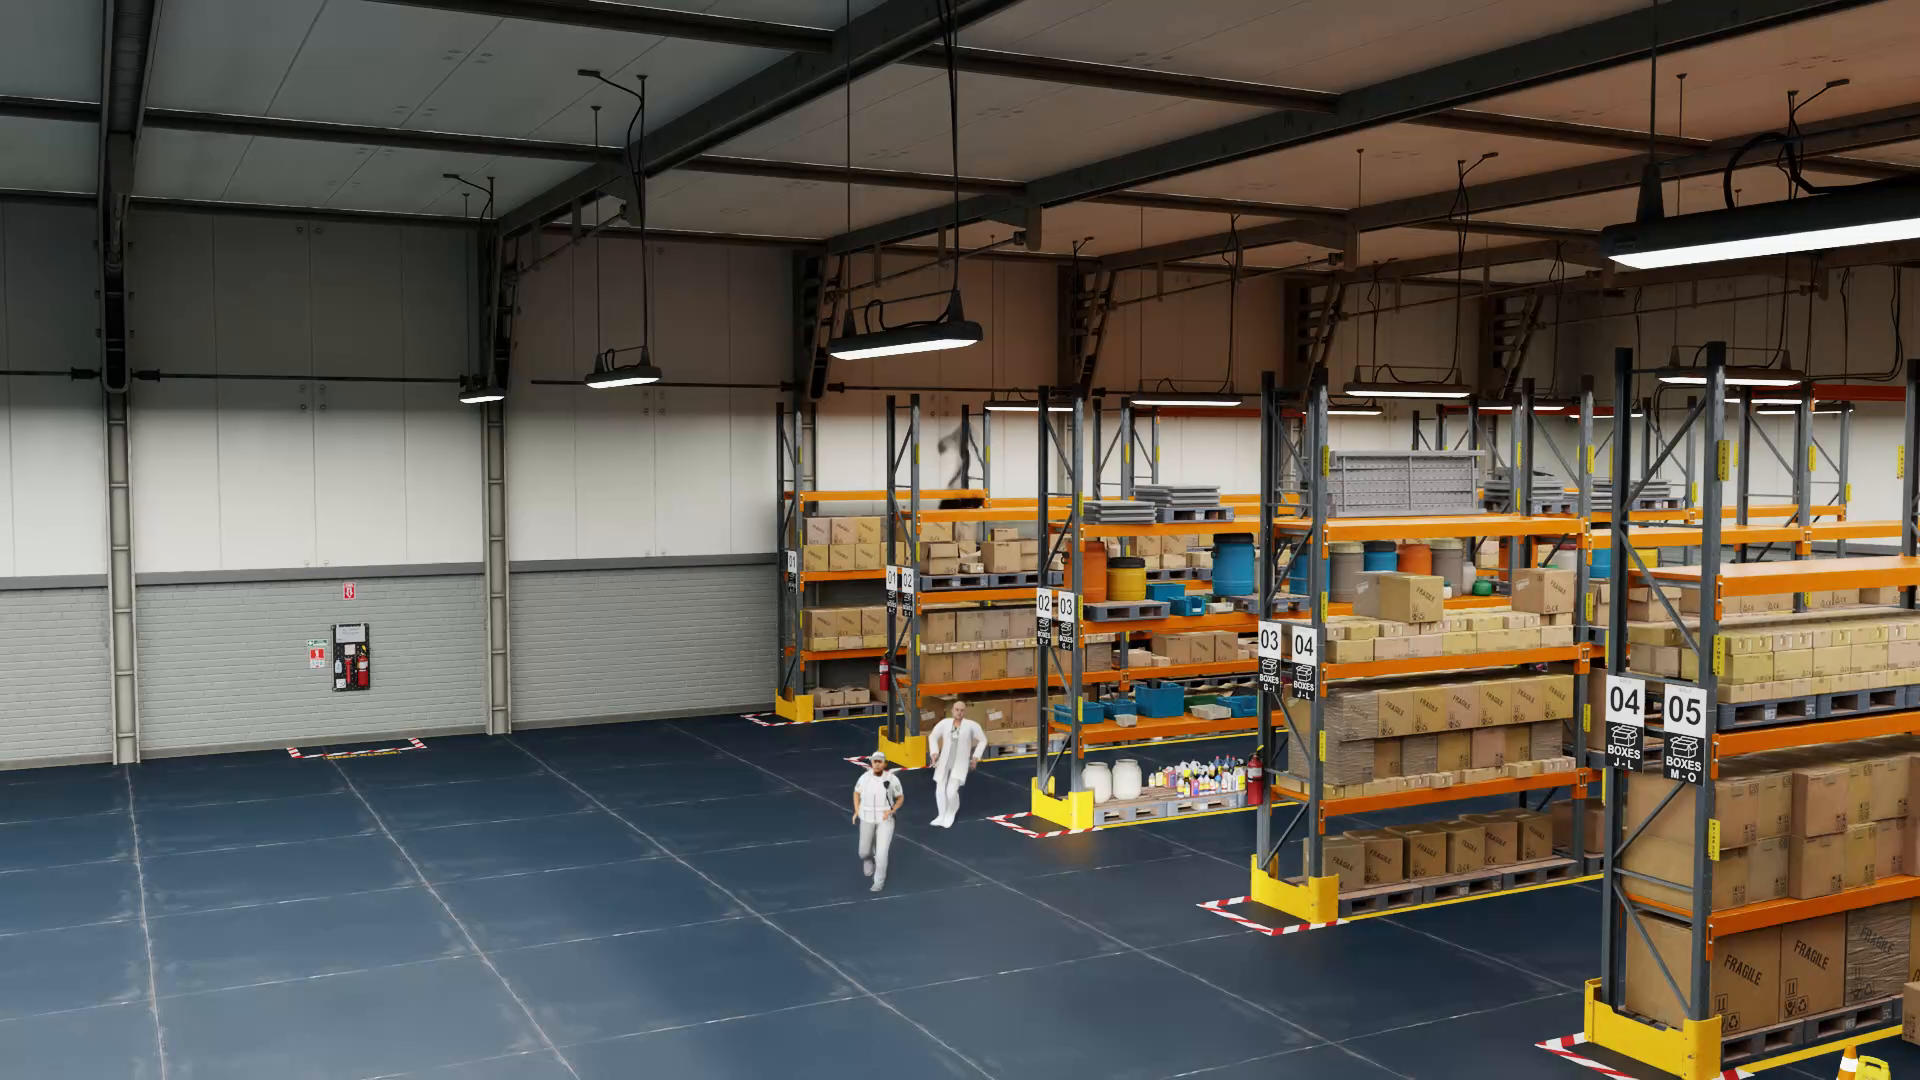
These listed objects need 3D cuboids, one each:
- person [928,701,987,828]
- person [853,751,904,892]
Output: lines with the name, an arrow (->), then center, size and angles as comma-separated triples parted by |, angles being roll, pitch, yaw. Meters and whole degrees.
person -> -0.066, 3.032, 22.417 | 0.779, 1.720, 0.608 | 1, 3, 17
person -> -0.959, 3.275, 19.376 | 0.620, 1.609, 0.554 | 0, 3, 7
